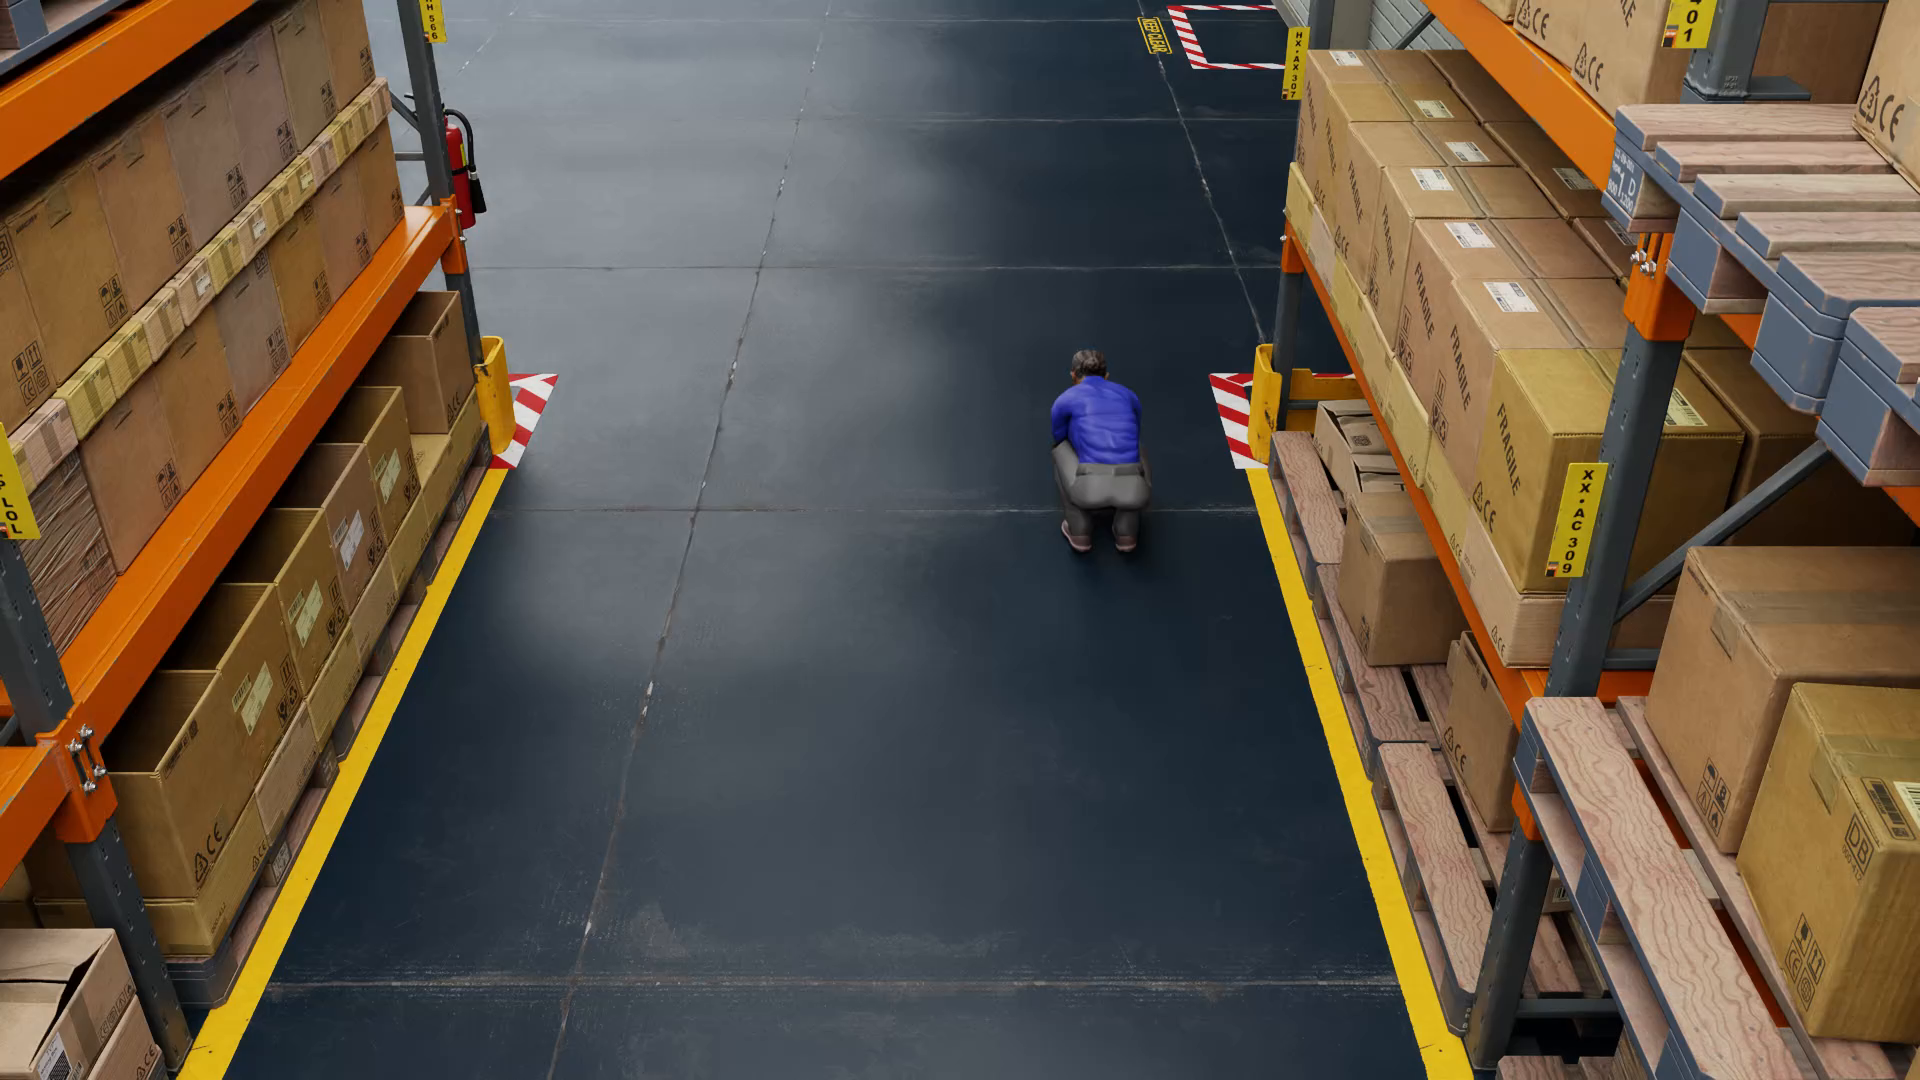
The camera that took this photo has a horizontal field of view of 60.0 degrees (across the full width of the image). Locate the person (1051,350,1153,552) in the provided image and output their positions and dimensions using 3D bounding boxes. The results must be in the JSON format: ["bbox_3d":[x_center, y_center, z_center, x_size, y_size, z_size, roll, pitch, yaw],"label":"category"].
[{"bbox_3d":[0.647,-0.388,7.629,0.462,0.799,0.848,0,32,0],"label":"person"}]
